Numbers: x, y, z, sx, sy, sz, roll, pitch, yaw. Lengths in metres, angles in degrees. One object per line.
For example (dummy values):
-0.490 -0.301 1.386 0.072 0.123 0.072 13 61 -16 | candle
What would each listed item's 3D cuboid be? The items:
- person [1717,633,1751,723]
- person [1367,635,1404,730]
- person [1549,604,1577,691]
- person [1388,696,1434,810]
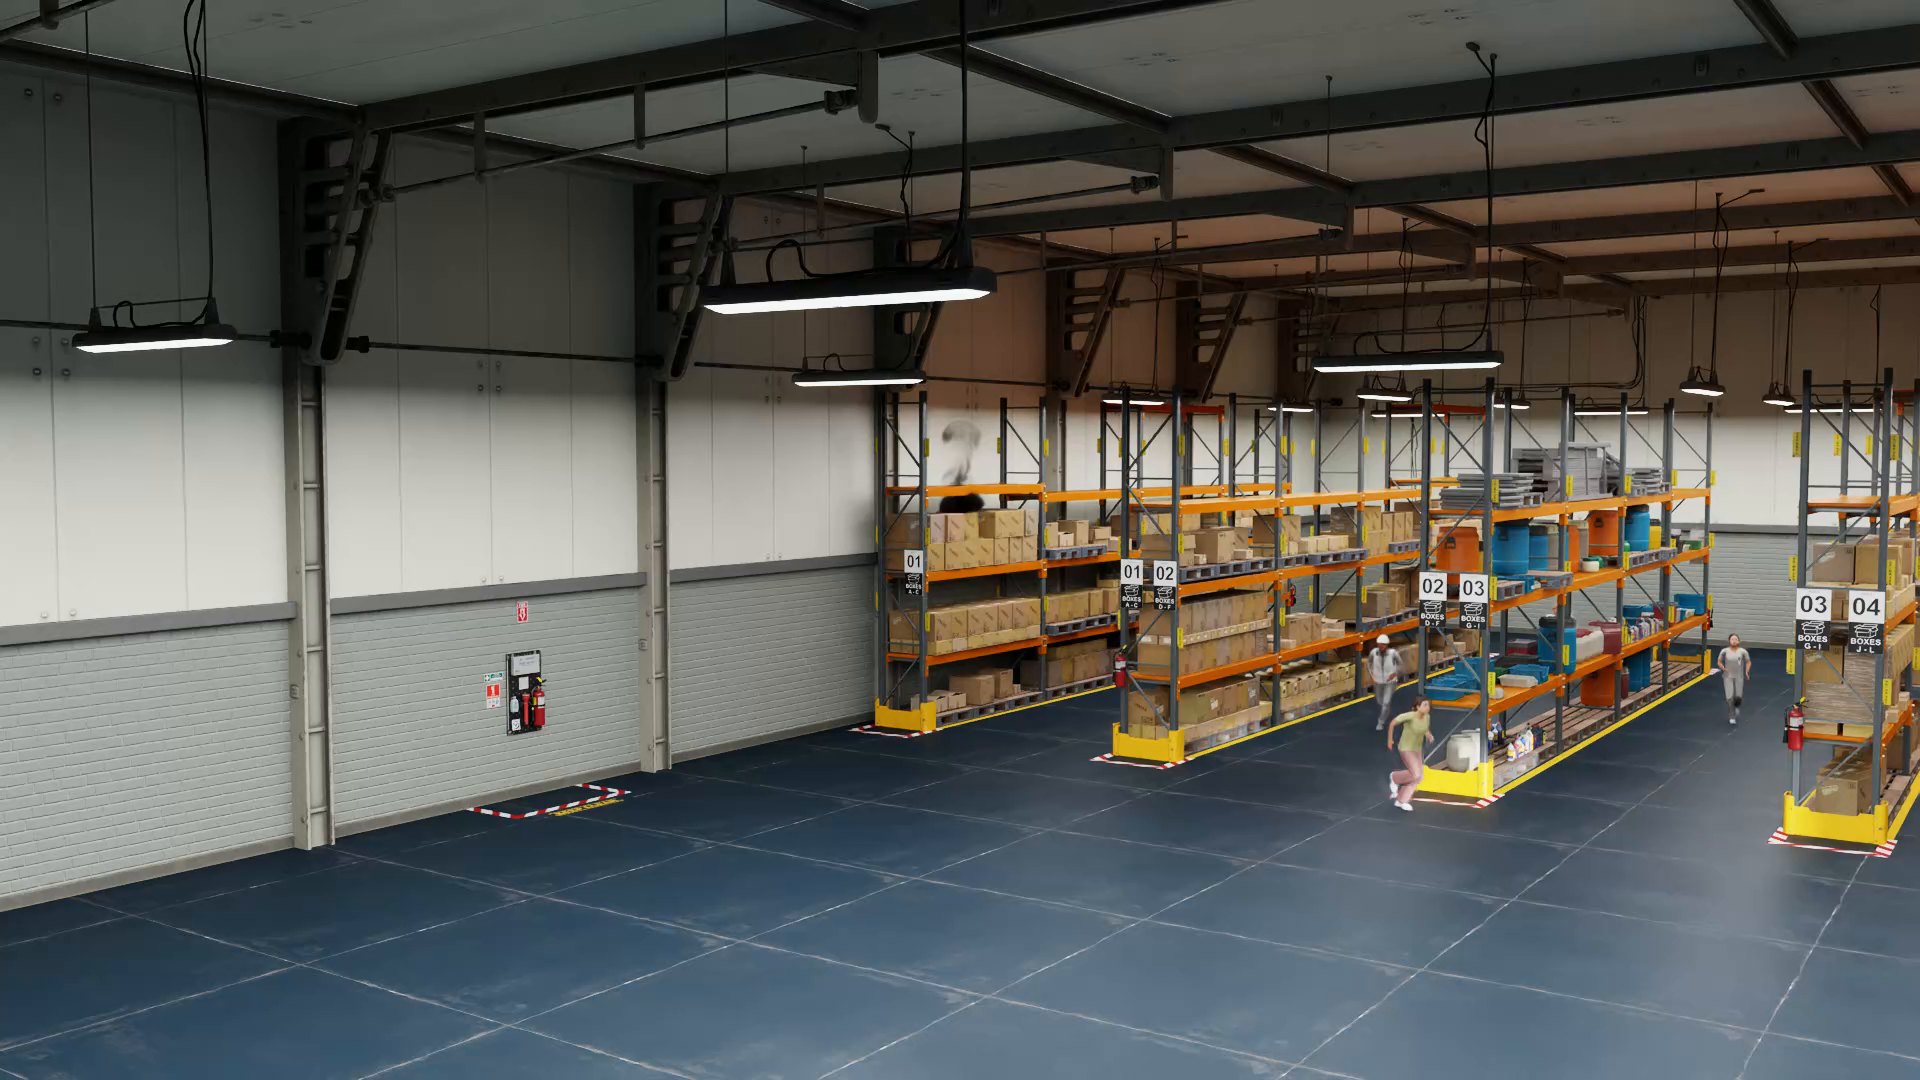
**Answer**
14.086 2.516 30.266 0.564 1.629 0.565 1 3 23 | person
7.601 2.525 29.689 0.657 1.718 0.875 1 3 22 | person
12.421 2.221 34.598 0.717 1.804 0.968 2 4 34 | person
6.257 2.940 23.031 0.571 1.597 0.677 -2 4 -35 | person
